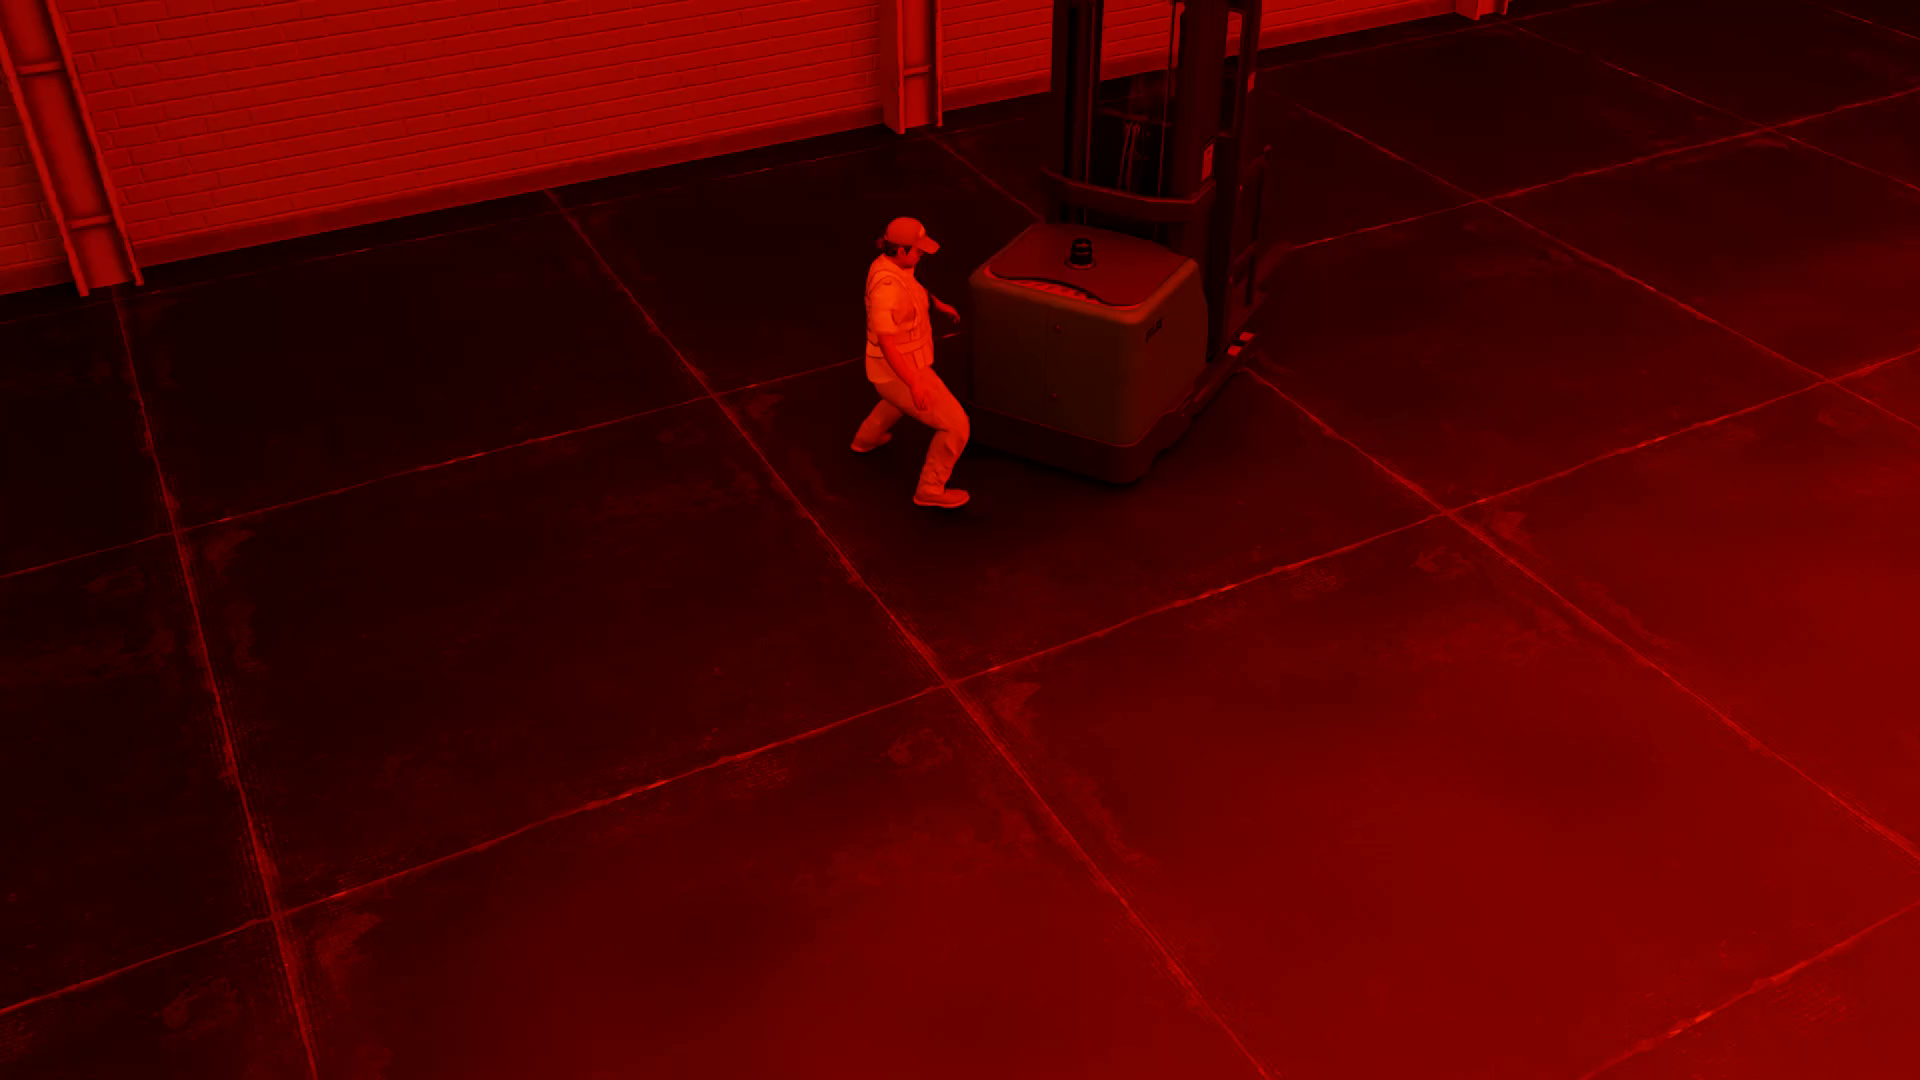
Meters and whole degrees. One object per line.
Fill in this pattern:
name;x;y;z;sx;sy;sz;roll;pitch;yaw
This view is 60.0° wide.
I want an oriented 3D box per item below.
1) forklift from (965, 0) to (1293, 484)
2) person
forklift;1.186;-2.328;9.416;1.130;2.935;3.031;18;39;23
person;-0.276;-0.977;8.761;0.696;1.546;0.895;2;35;2
